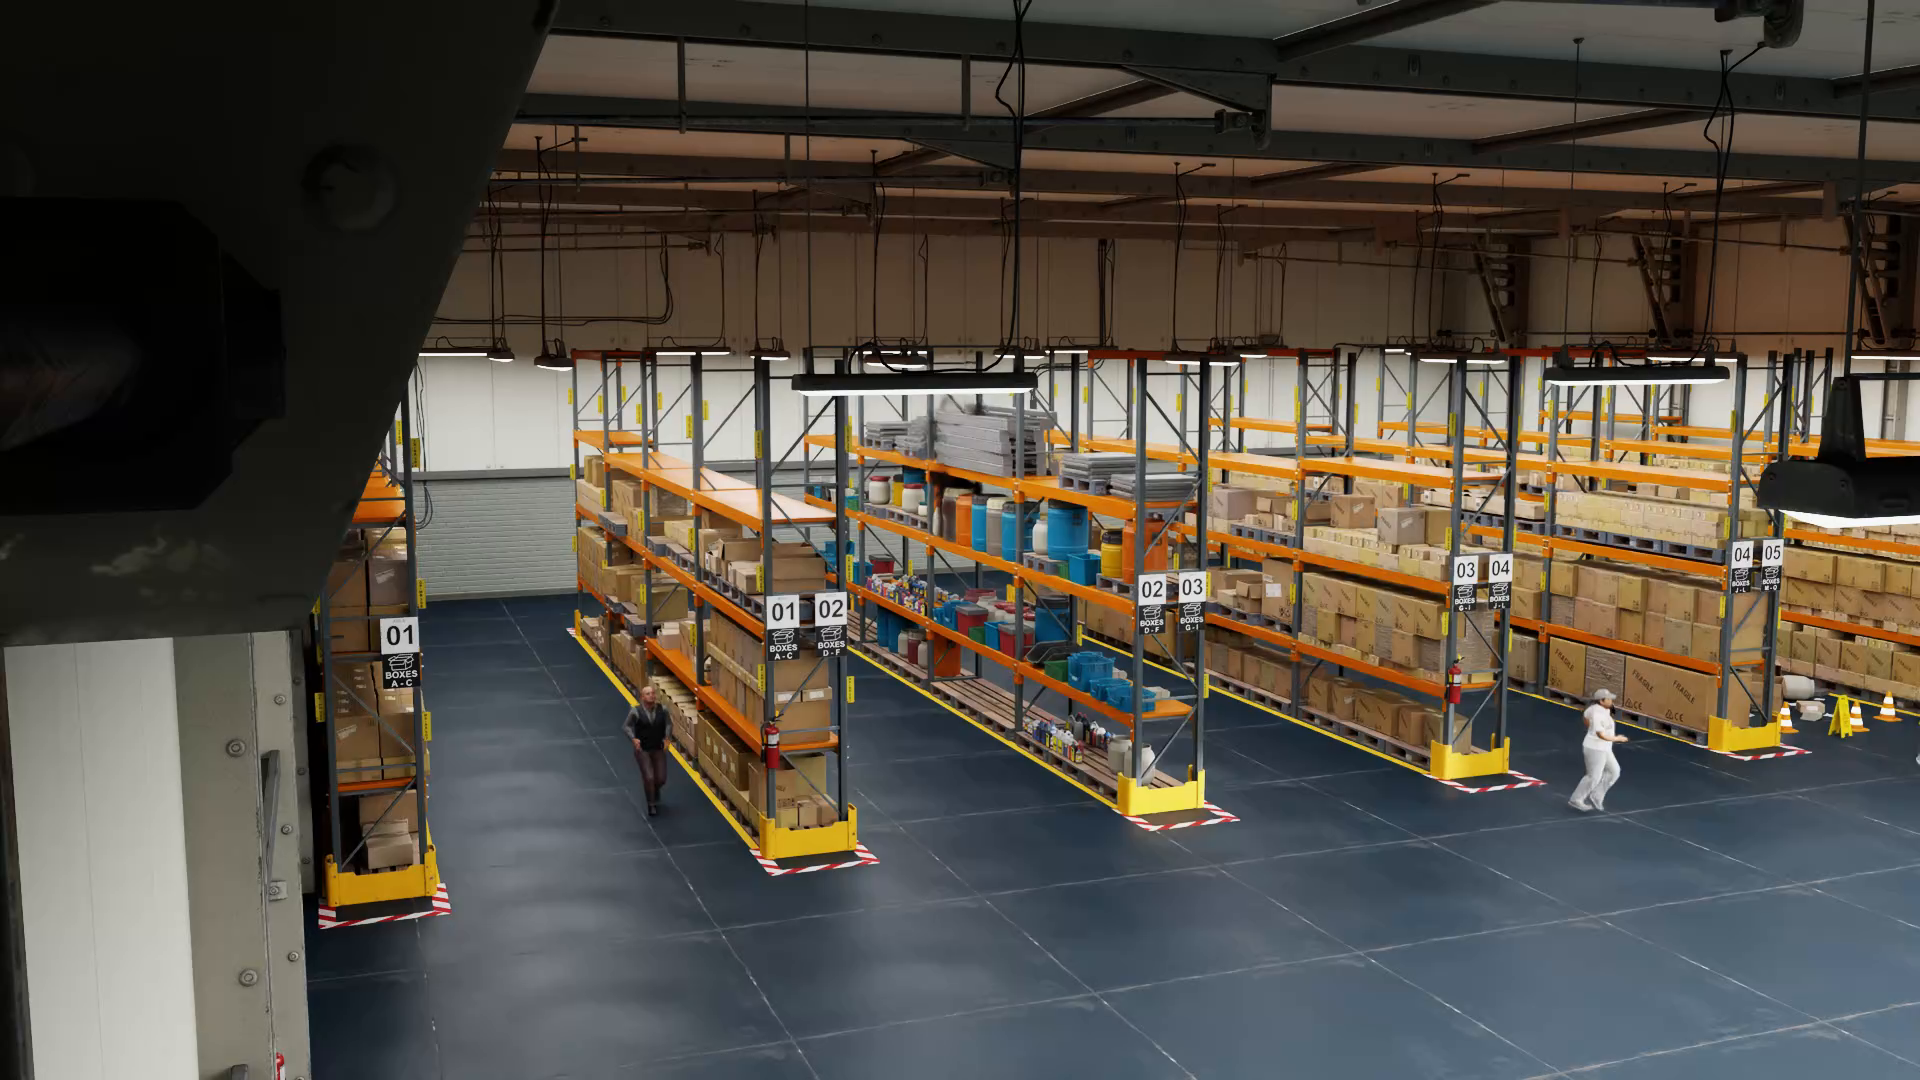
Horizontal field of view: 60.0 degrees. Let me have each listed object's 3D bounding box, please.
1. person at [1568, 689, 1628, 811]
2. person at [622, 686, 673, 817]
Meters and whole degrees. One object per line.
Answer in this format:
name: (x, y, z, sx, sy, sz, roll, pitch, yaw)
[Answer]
person: (8.457, 2.803, 21.999, 0.694, 1.709, 0.619, 3, 8, 24)
person: (-4.121, 2.765, 22.022, 0.670, 1.697, 0.617, -3, 8, -22)
